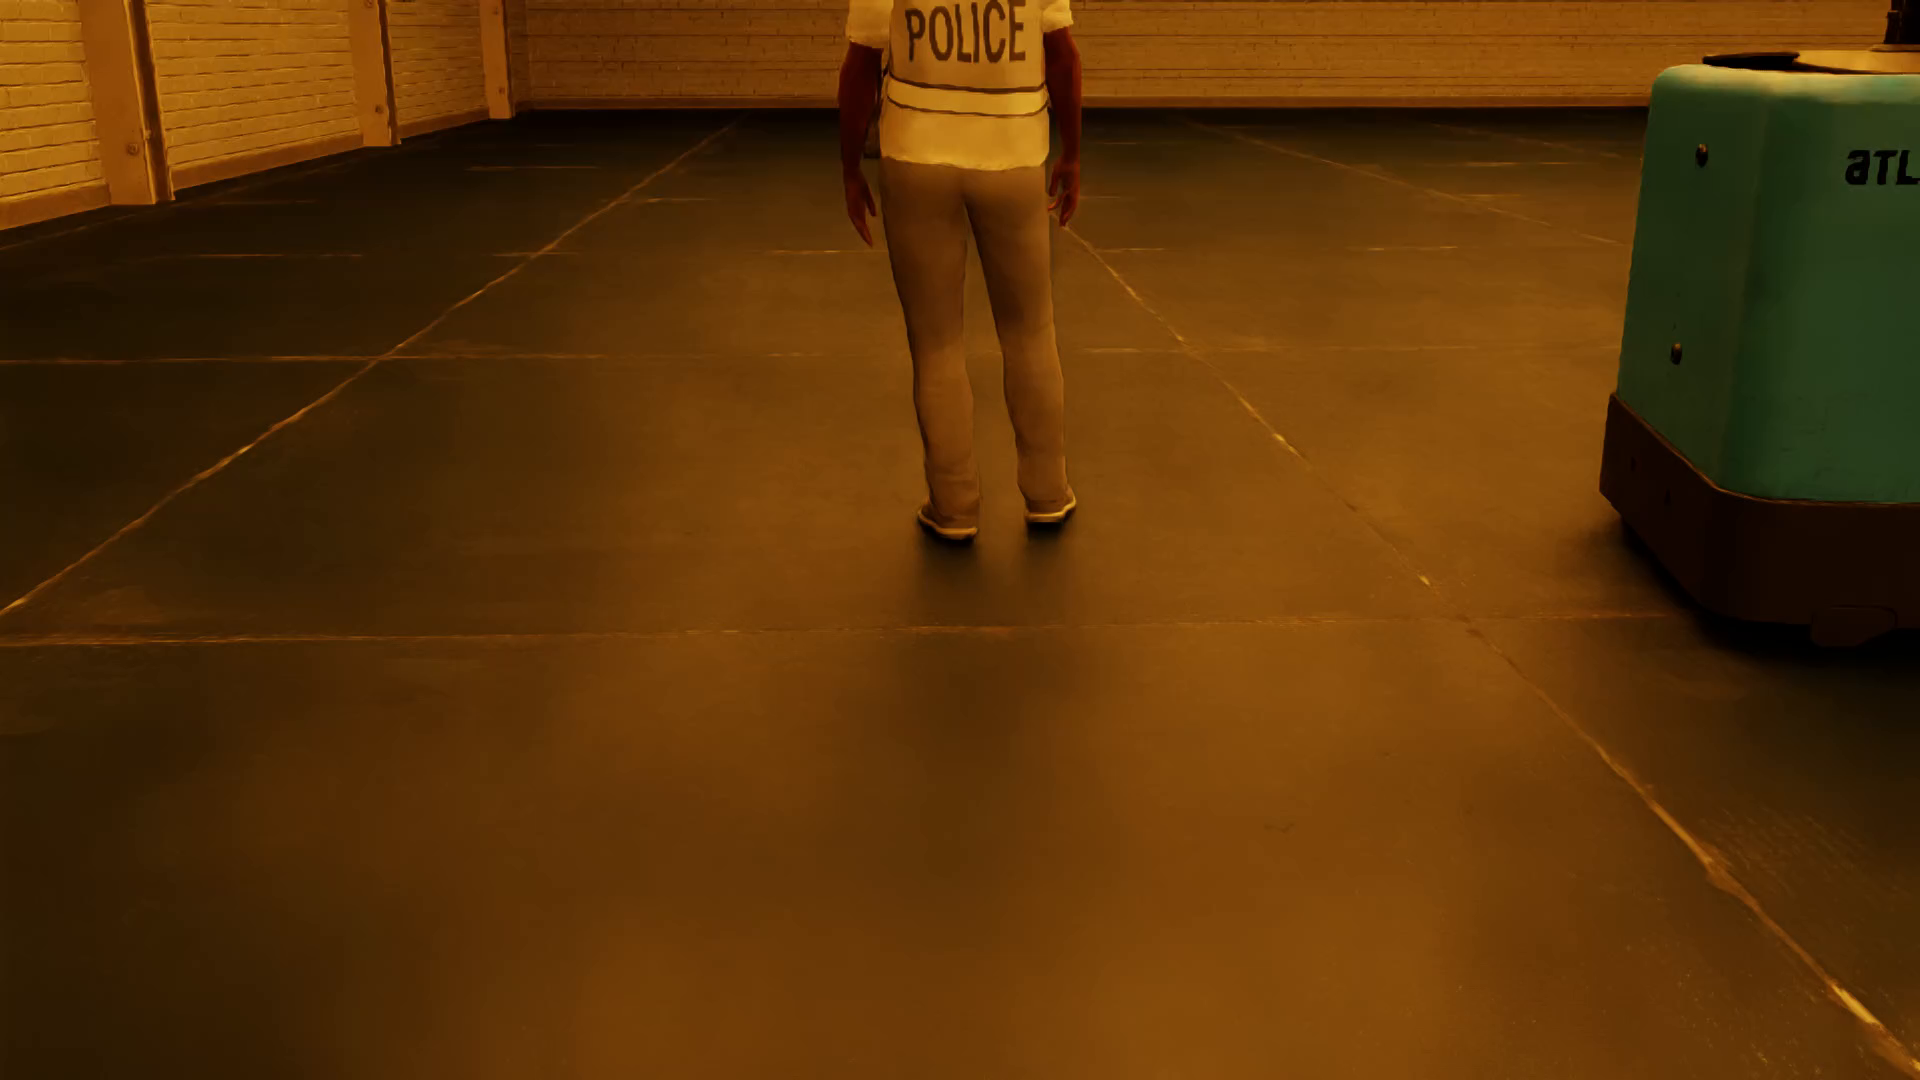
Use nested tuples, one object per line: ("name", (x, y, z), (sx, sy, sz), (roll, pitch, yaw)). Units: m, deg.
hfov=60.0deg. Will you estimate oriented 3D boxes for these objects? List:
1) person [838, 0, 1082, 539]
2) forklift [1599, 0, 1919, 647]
("person", (0.016, -0.840, 3.741), (0.570, 1.695, 0.529), (-1, 17, -3))
("forklift", (3.004, -1.269, 3.055), (3.031, 2.935, 1.130), (2, 17, 8))
